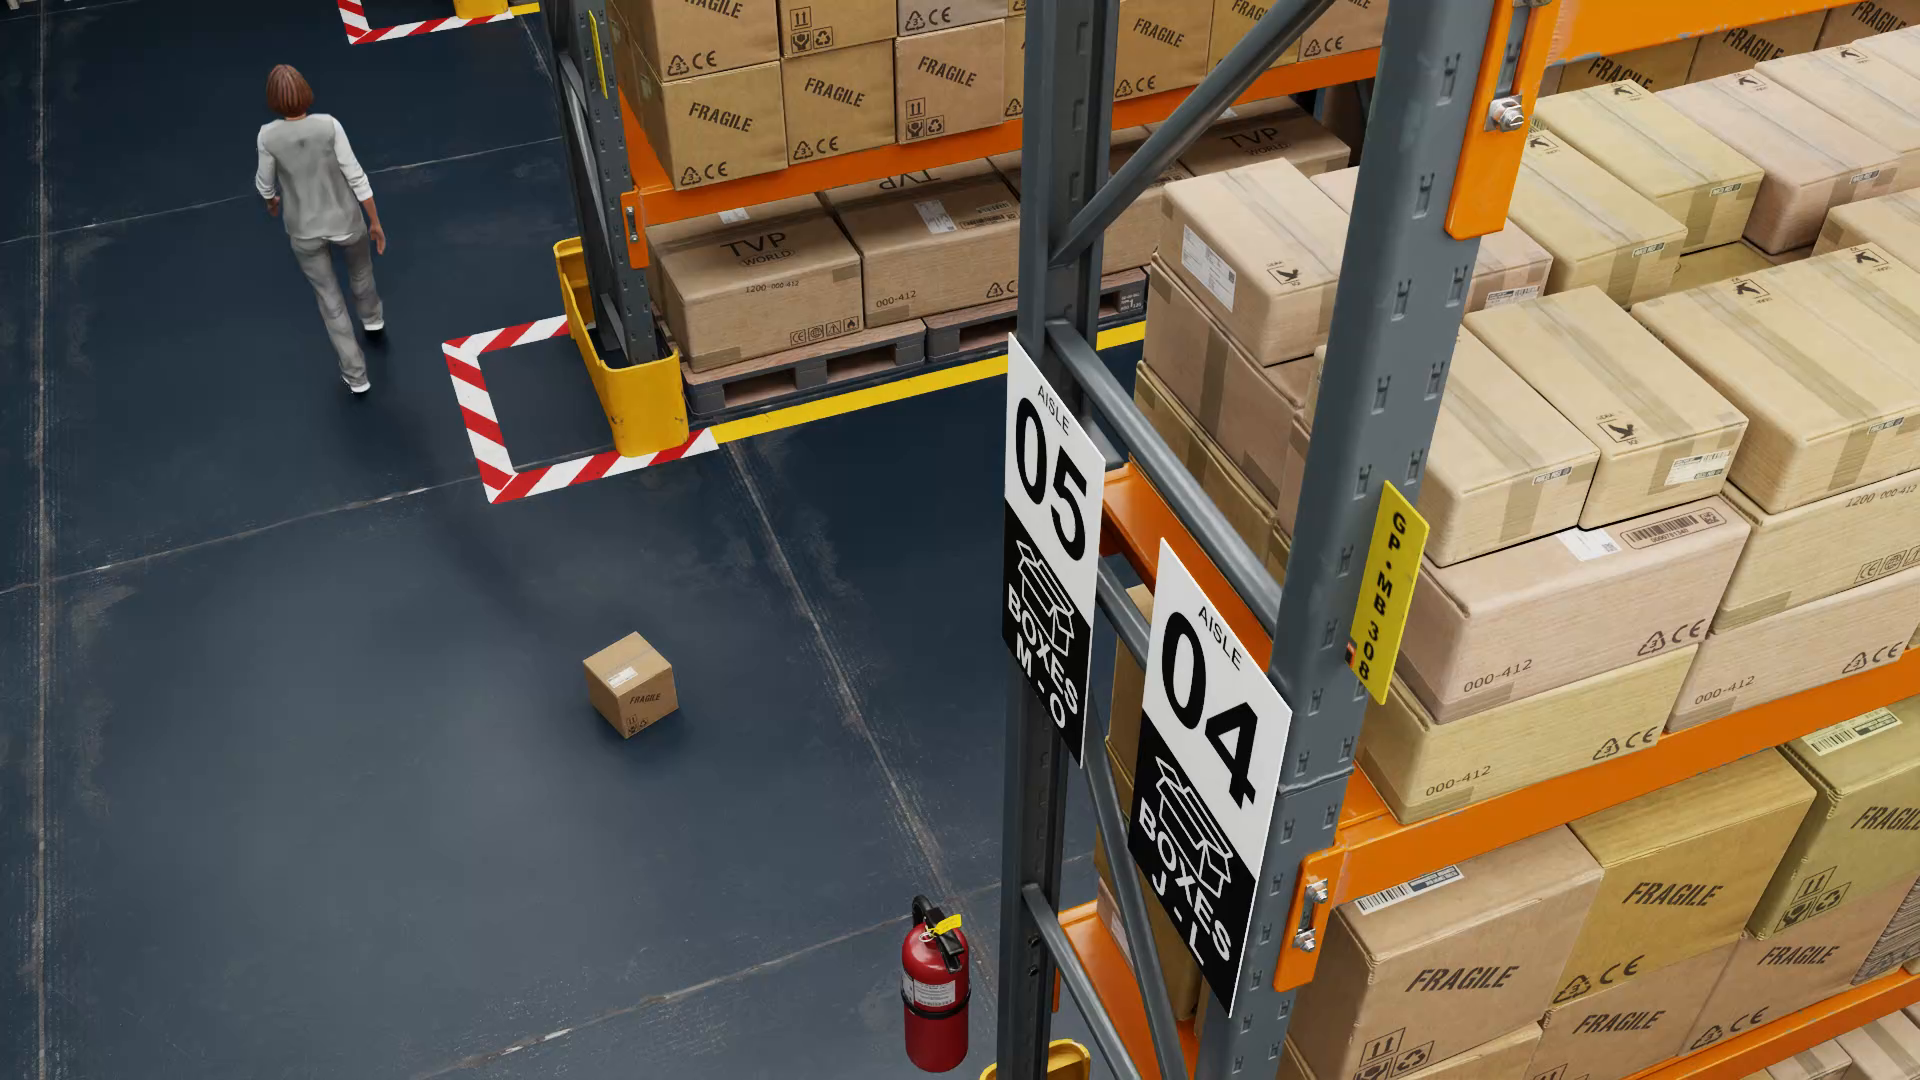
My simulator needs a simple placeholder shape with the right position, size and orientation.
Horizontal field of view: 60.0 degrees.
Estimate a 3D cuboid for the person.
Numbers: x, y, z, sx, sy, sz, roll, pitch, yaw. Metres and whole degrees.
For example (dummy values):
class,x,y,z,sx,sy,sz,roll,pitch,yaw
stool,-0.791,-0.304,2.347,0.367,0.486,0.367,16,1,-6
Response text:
class,x,y,z,sx,sy,sz,roll,pitch,yaw
person,-2.984,-1.496,7.805,0.481,1.612,0.737,-16,45,-17
